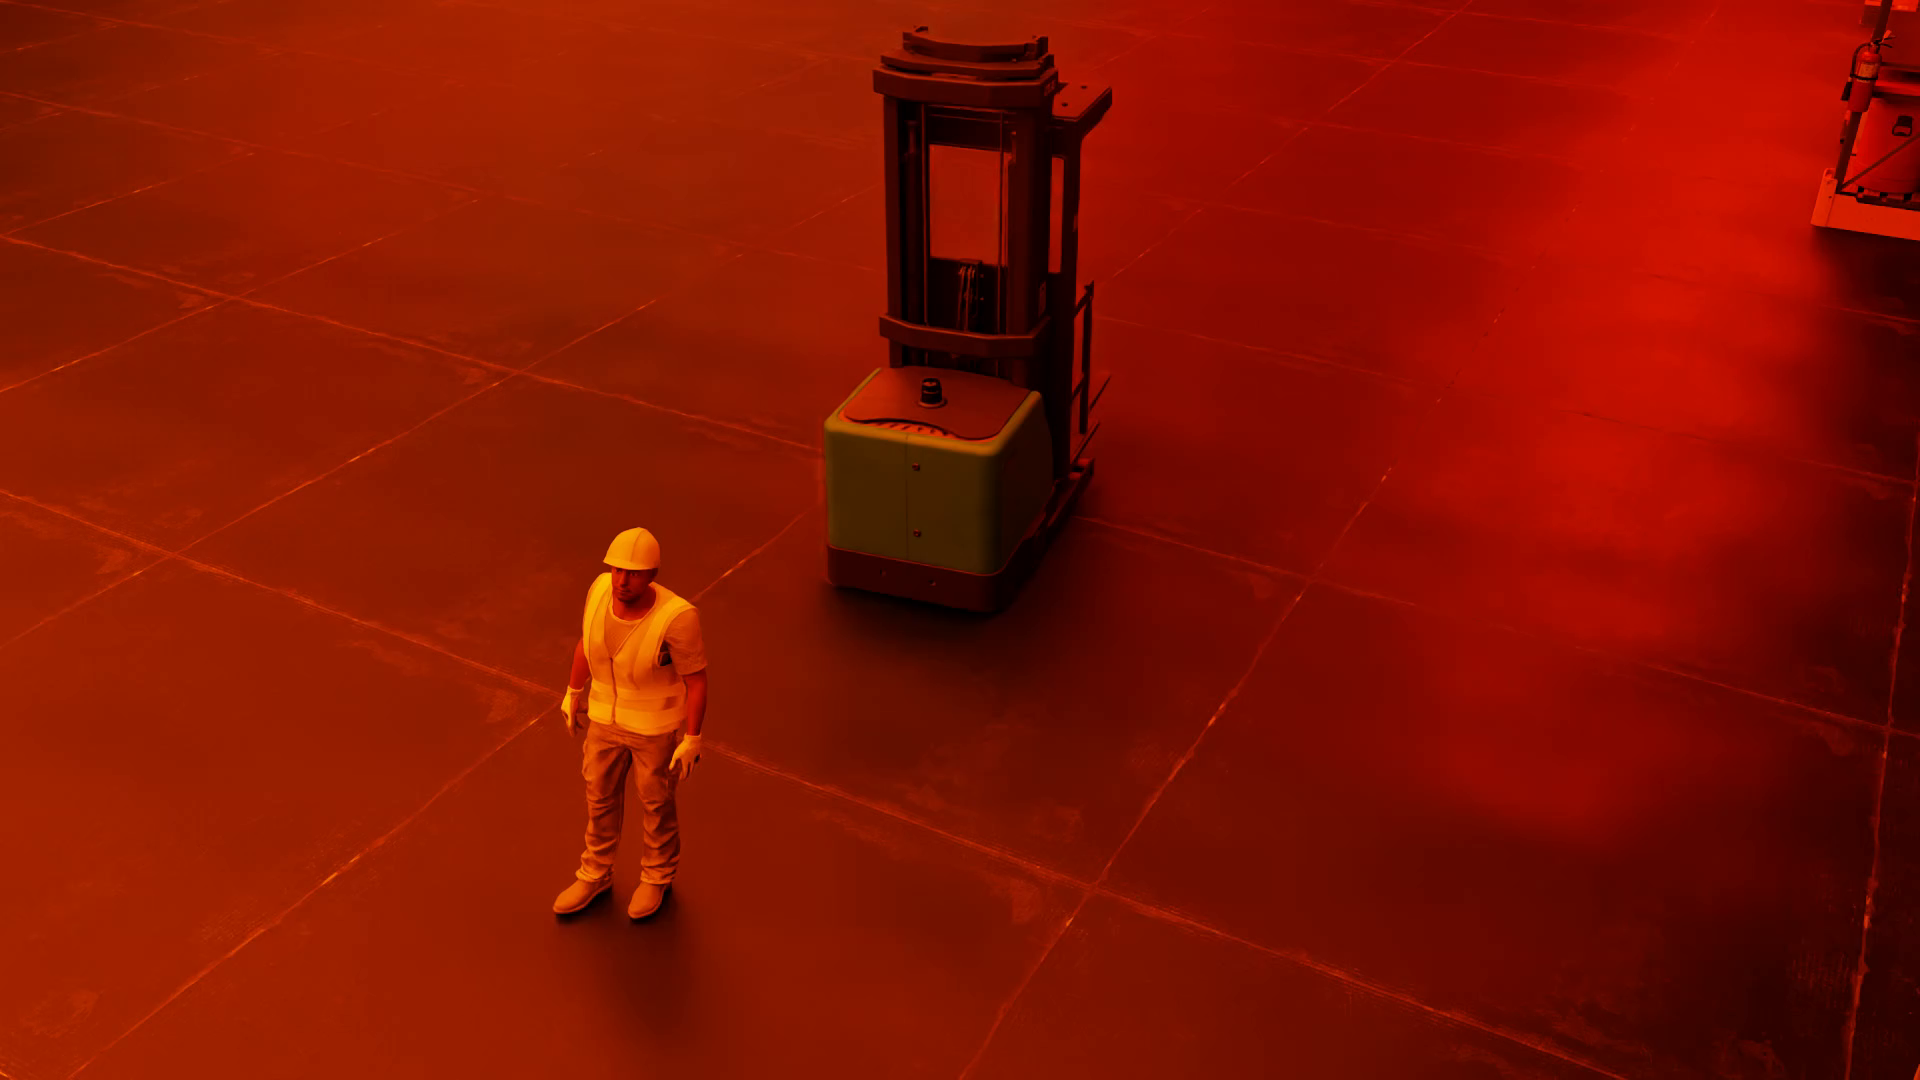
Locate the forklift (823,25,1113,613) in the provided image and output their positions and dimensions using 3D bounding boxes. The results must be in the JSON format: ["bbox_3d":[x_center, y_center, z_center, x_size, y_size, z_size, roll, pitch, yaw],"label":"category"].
[{"bbox_3d":[0.219,-1.592,9.830,1.130,2.935,3.031,10,32,17],"label":"forklift"}]

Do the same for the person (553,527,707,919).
[{"bbox_3d":[-1.376,0.783,6.849,0.656,1.782,0.577,13,33,22],"label":"person"}]
